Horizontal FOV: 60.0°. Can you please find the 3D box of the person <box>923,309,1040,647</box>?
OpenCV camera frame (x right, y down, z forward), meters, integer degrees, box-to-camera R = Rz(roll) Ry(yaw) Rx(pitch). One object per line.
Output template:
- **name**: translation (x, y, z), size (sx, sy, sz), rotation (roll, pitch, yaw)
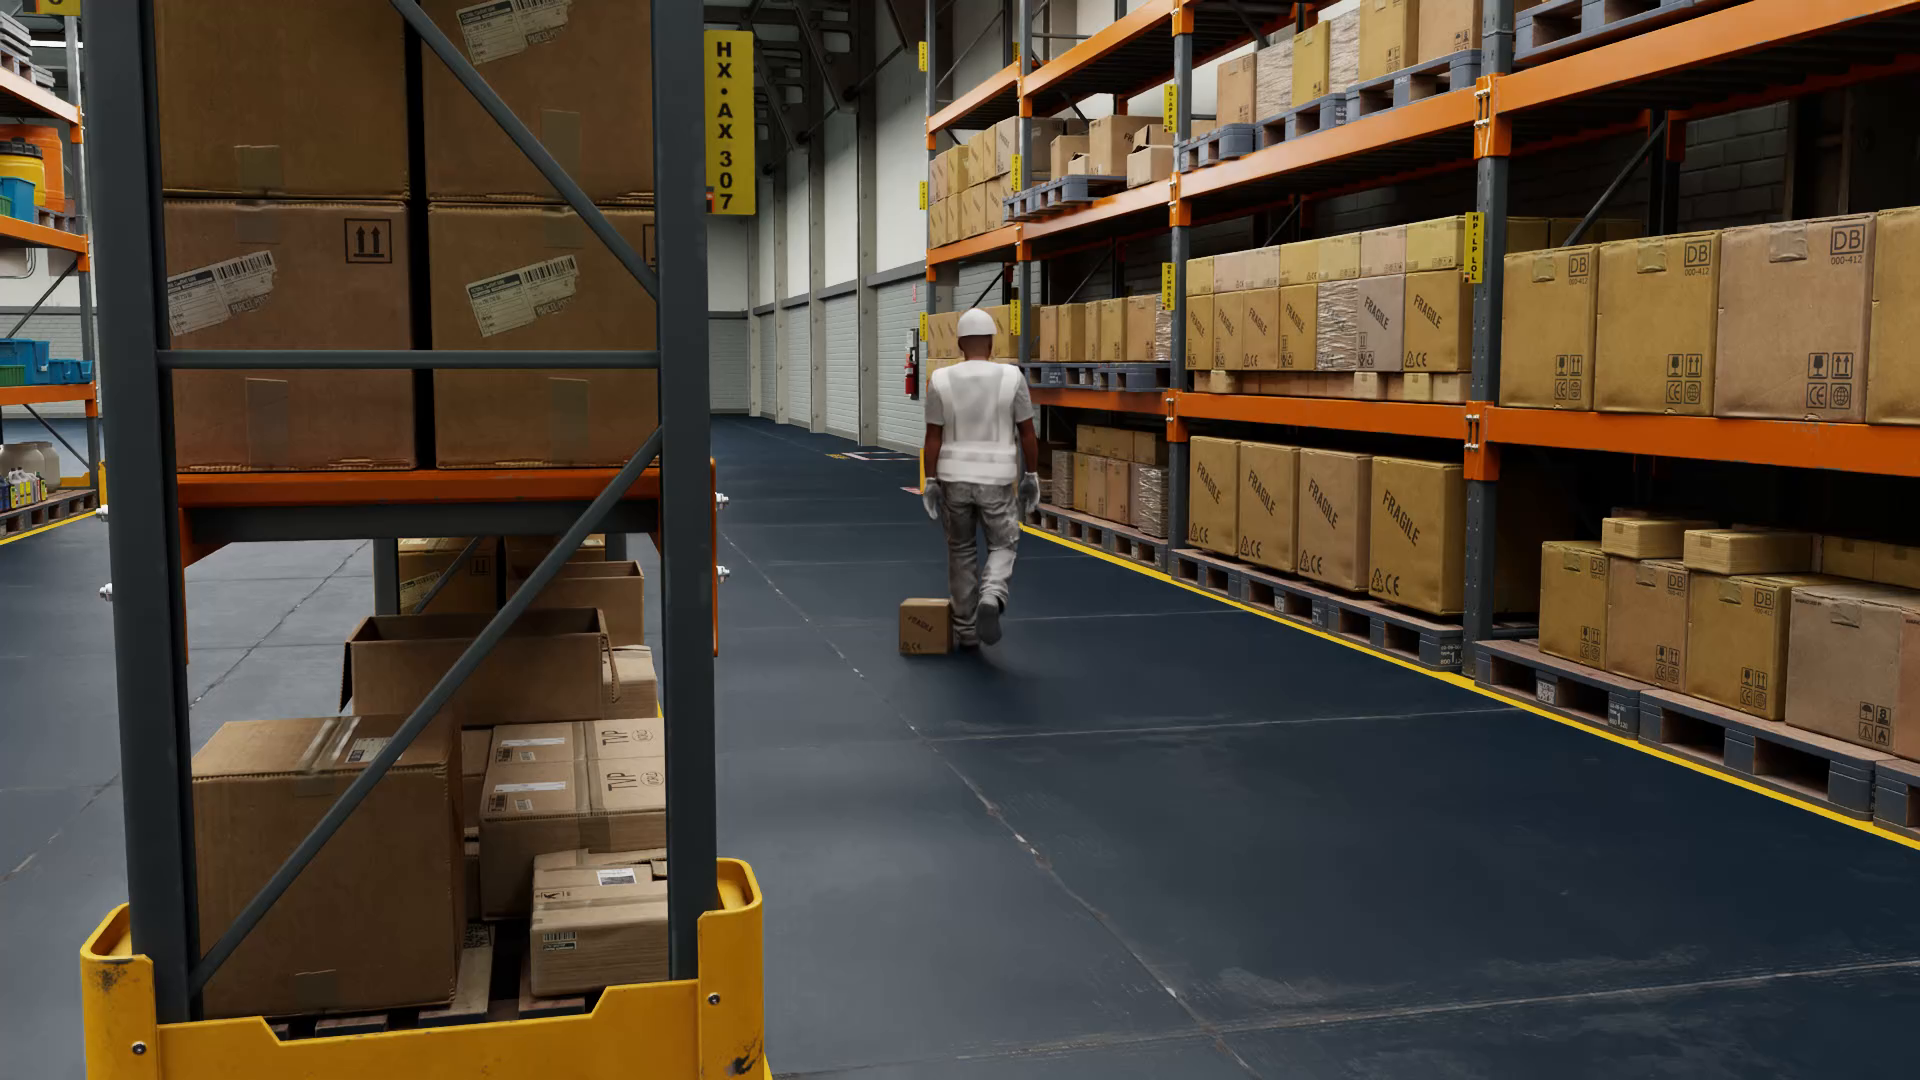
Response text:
- **person**: translation (0.110, -0.303, 8.544), size (0.599, 1.759, 0.781), rotation (0, 6, 4)
